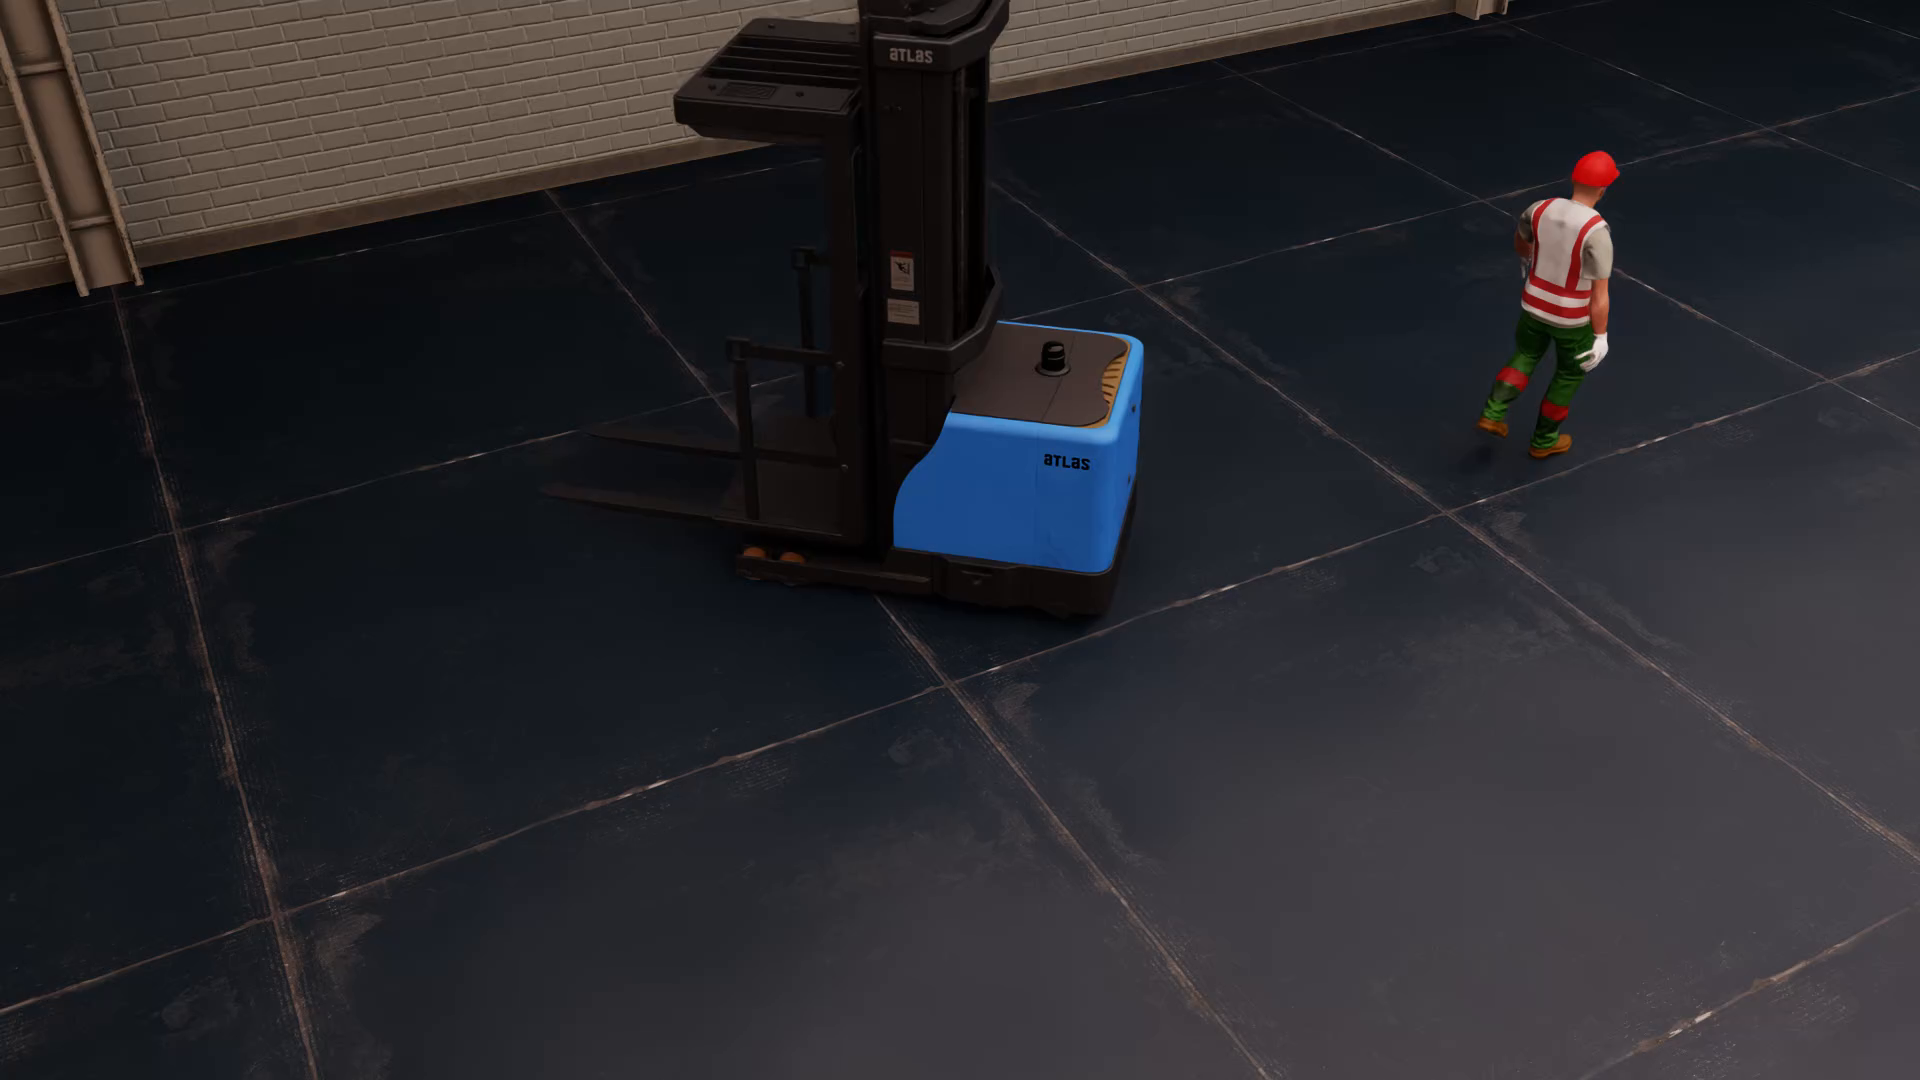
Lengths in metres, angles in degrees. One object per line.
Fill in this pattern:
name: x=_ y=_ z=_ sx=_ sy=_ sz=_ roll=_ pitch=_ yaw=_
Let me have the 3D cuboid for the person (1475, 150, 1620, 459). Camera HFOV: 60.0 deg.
person: x=3.179 y=-1.222 z=8.861 sx=0.590 sy=1.766 sz=0.812 roll=-24 pitch=42 yaw=-29

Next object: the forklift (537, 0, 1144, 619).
forklift: x=-0.648 y=-1.255 z=7.899 sx=3.031 sy=2.935 sz=1.130 roll=8 pitch=36 yaw=11
